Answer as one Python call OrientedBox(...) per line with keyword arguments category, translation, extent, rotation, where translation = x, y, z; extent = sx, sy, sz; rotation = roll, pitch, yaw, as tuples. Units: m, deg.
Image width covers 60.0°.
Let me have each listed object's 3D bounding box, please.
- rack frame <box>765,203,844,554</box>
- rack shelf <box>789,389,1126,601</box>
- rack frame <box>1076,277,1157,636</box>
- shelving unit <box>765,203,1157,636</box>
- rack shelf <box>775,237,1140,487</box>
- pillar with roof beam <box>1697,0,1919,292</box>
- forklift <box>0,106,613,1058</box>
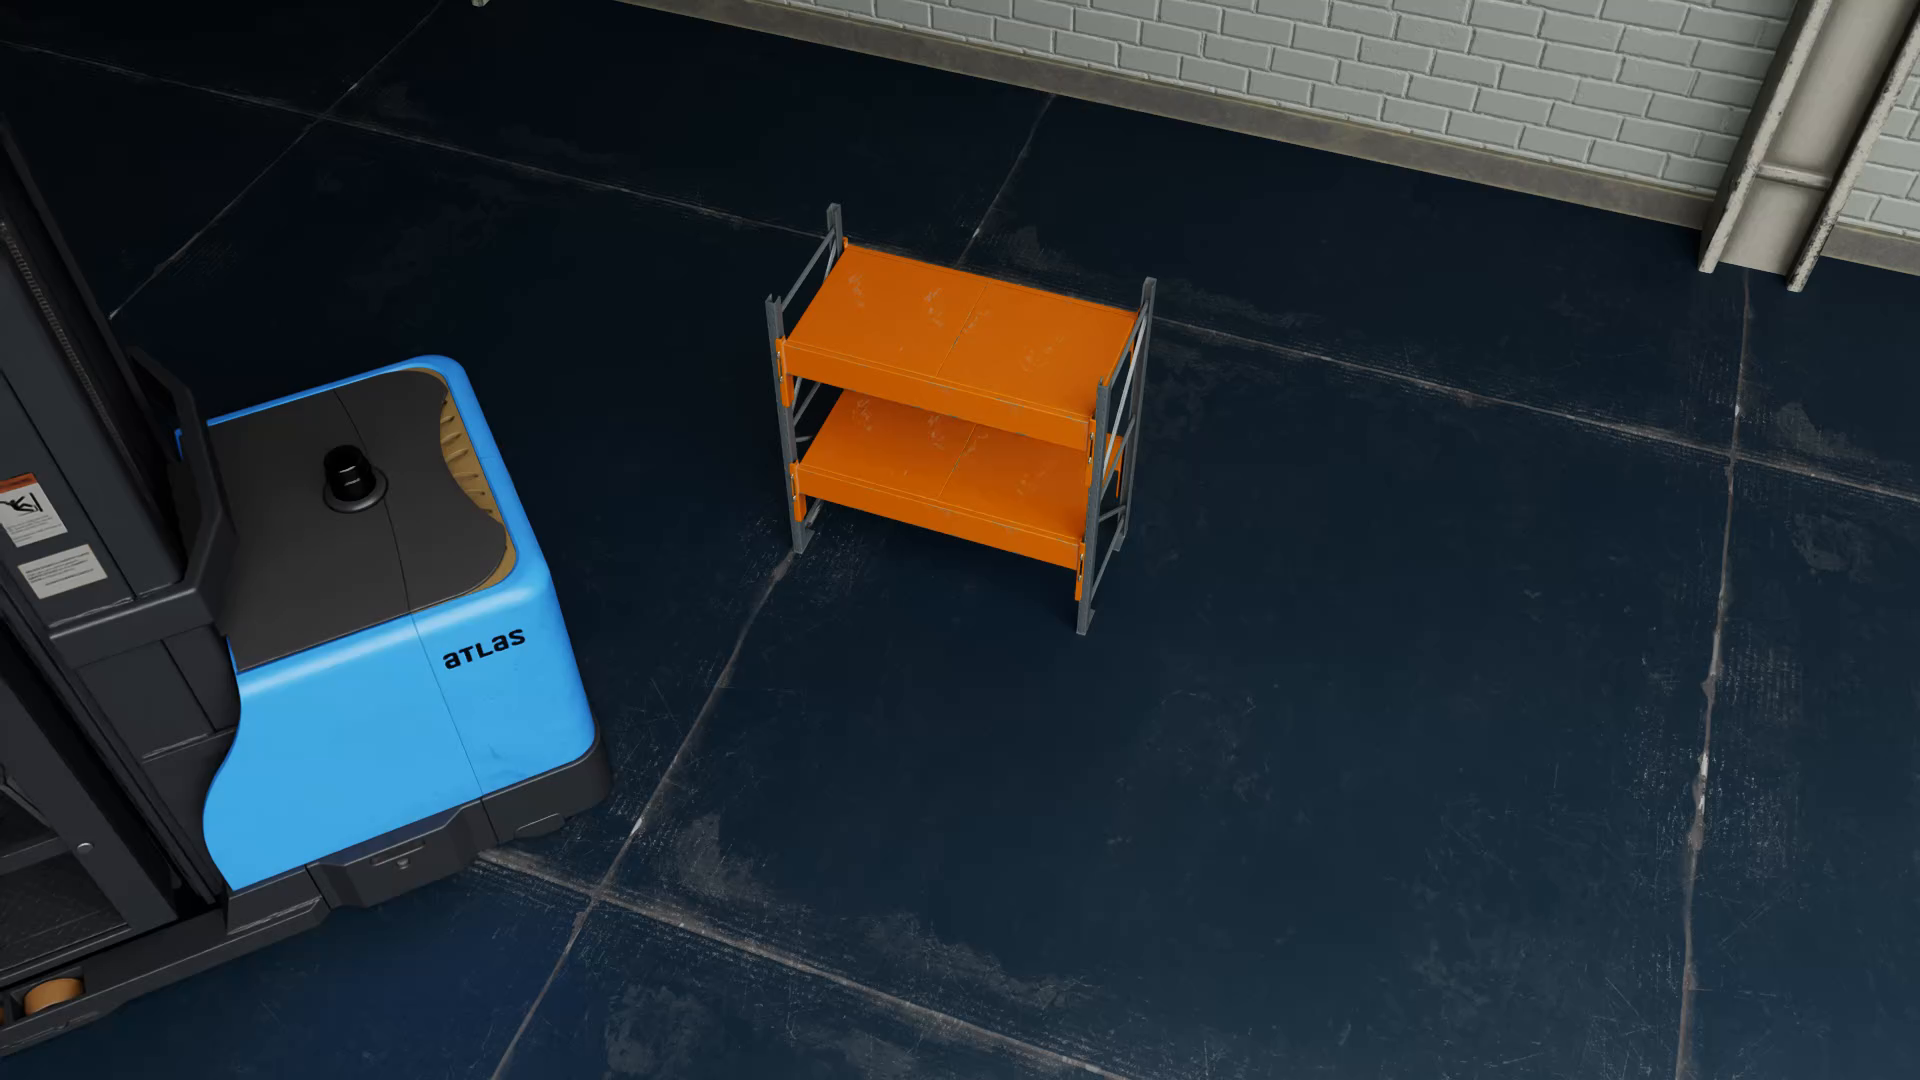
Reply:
OrientedBox(category="rack frame", translation=(-0.471, -0.500, 5.439), extent=(0.032, 1.125, 0.500), rotation=(16, 51, 13))
OrientedBox(category="rack shelf", translation=(0.006, -0.207, 5.508), extent=(1.000, 0.278, 0.538), rotation=(16, 51, 13))
OrientedBox(category="rack frame", translation=(0.483, -0.234, 5.208), extent=(0.032, 1.125, 0.500), rotation=(16, 51, 13))
OrientedBox(category="shelving unit", translation=(0.006, -0.367, 5.323), extent=(1.048, 1.125, 0.538), rotation=(16, 51, 13))
OrientedBox(category="rack shelf", translation=(0.006, -0.558, 5.102), extent=(1.000, 0.278, 0.538), rotation=(16, 51, 13))
OrientedBox(category="pillar with roof beam", translation=(1.714, -1.038, 0.695), extent=(0.400, 9.000, 9.100), rotation=(16, 51, 13))
OrientedBox(category="forklift", translation=(-2.604, 0.000, 3.810), extent=(3.031, 2.935, 1.130), rotation=(-20, 52, -17))
